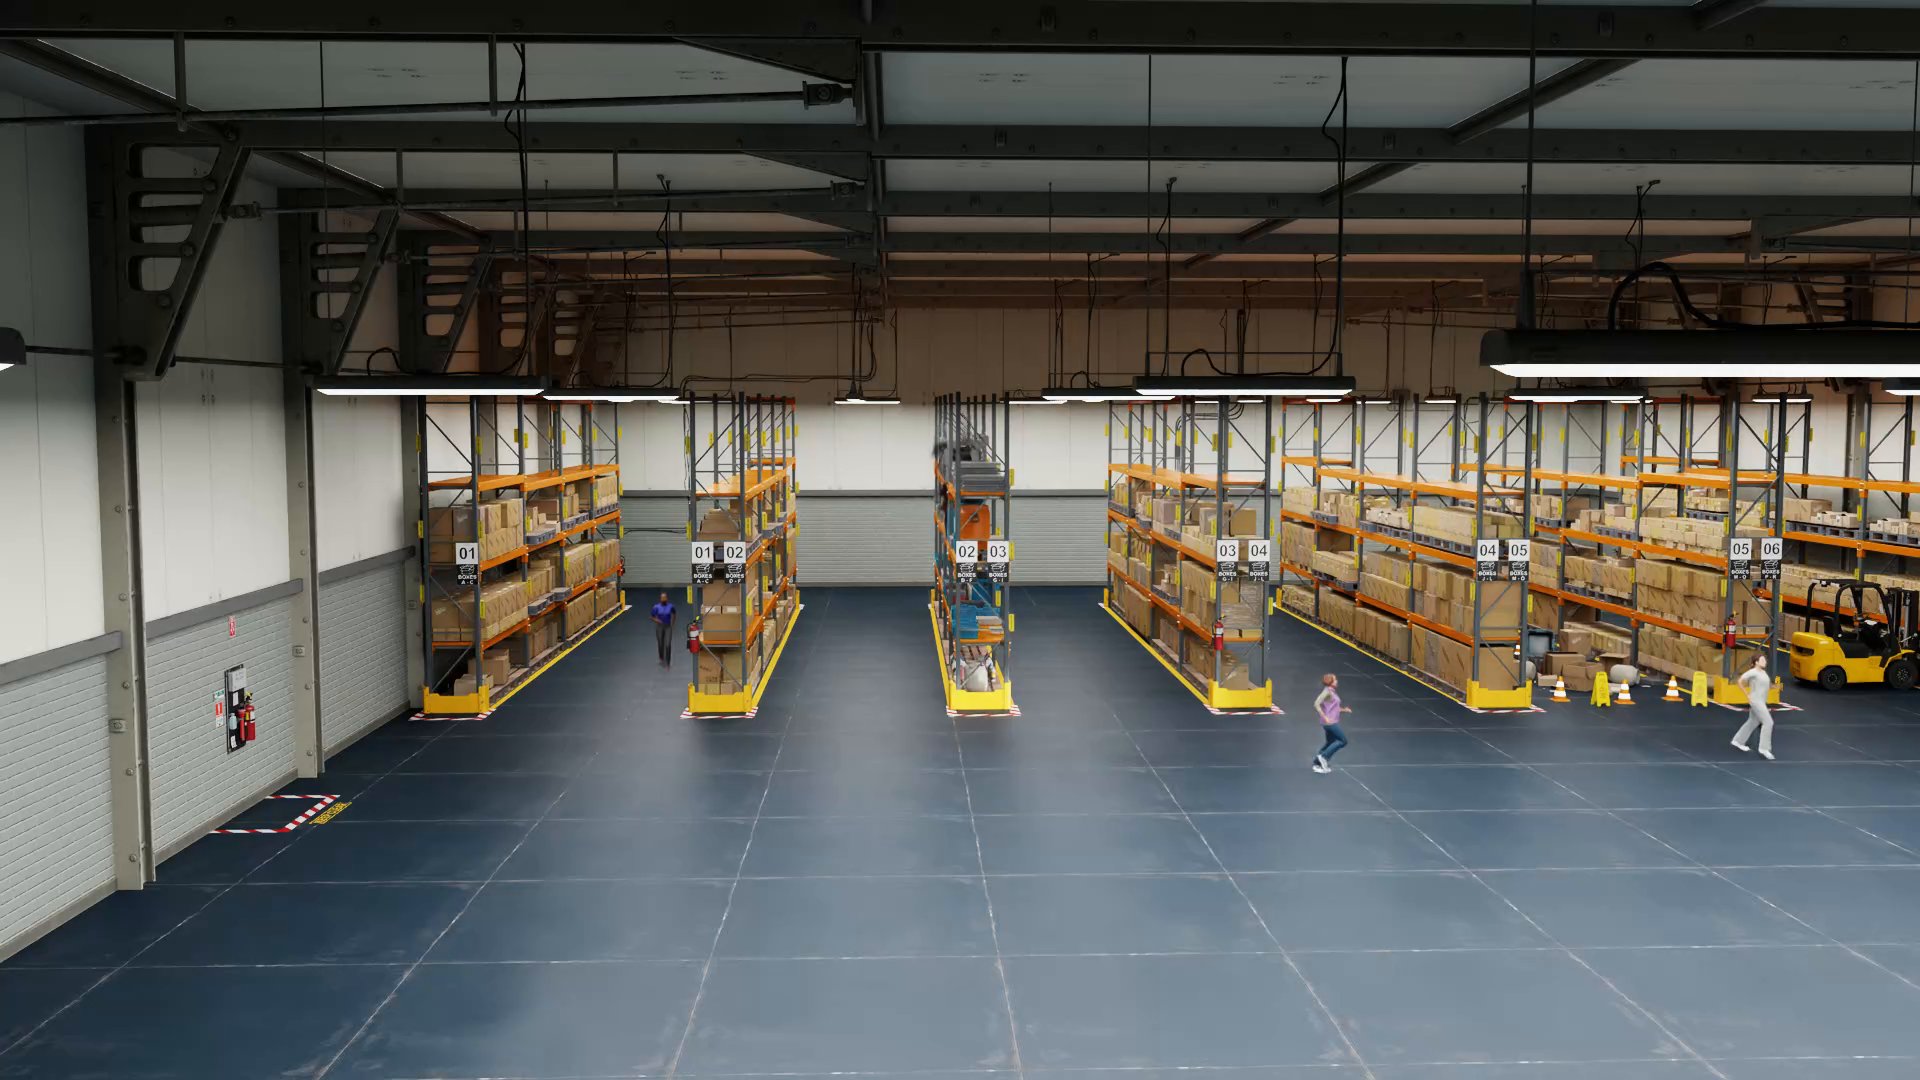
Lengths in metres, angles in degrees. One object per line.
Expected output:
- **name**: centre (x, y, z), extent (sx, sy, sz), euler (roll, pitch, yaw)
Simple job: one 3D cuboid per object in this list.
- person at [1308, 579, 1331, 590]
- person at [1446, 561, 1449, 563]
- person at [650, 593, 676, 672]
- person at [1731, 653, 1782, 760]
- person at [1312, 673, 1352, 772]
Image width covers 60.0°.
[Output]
- **person**: centre (10.520, 0.965, 48.748), extent (0.744, 1.820, 0.755), euler (-4, 6, -42)
- **person**: centre (14.667, 0.941, 49.296), extent (0.639, 1.700, 0.682), euler (1, 5, 14)
- **person**: centre (-6.485, 1.988, 36.356), extent (0.571, 1.687, 0.846), euler (-1, 5, -11)
- **person**: centre (13.040, 2.702, 27.240), extent (0.768, 1.723, 0.537), euler (4, 6, 43)
- **person**: centre (5.796, 2.855, 25.903), extent (0.596, 1.562, 0.515), euler (1, 5, 17)
